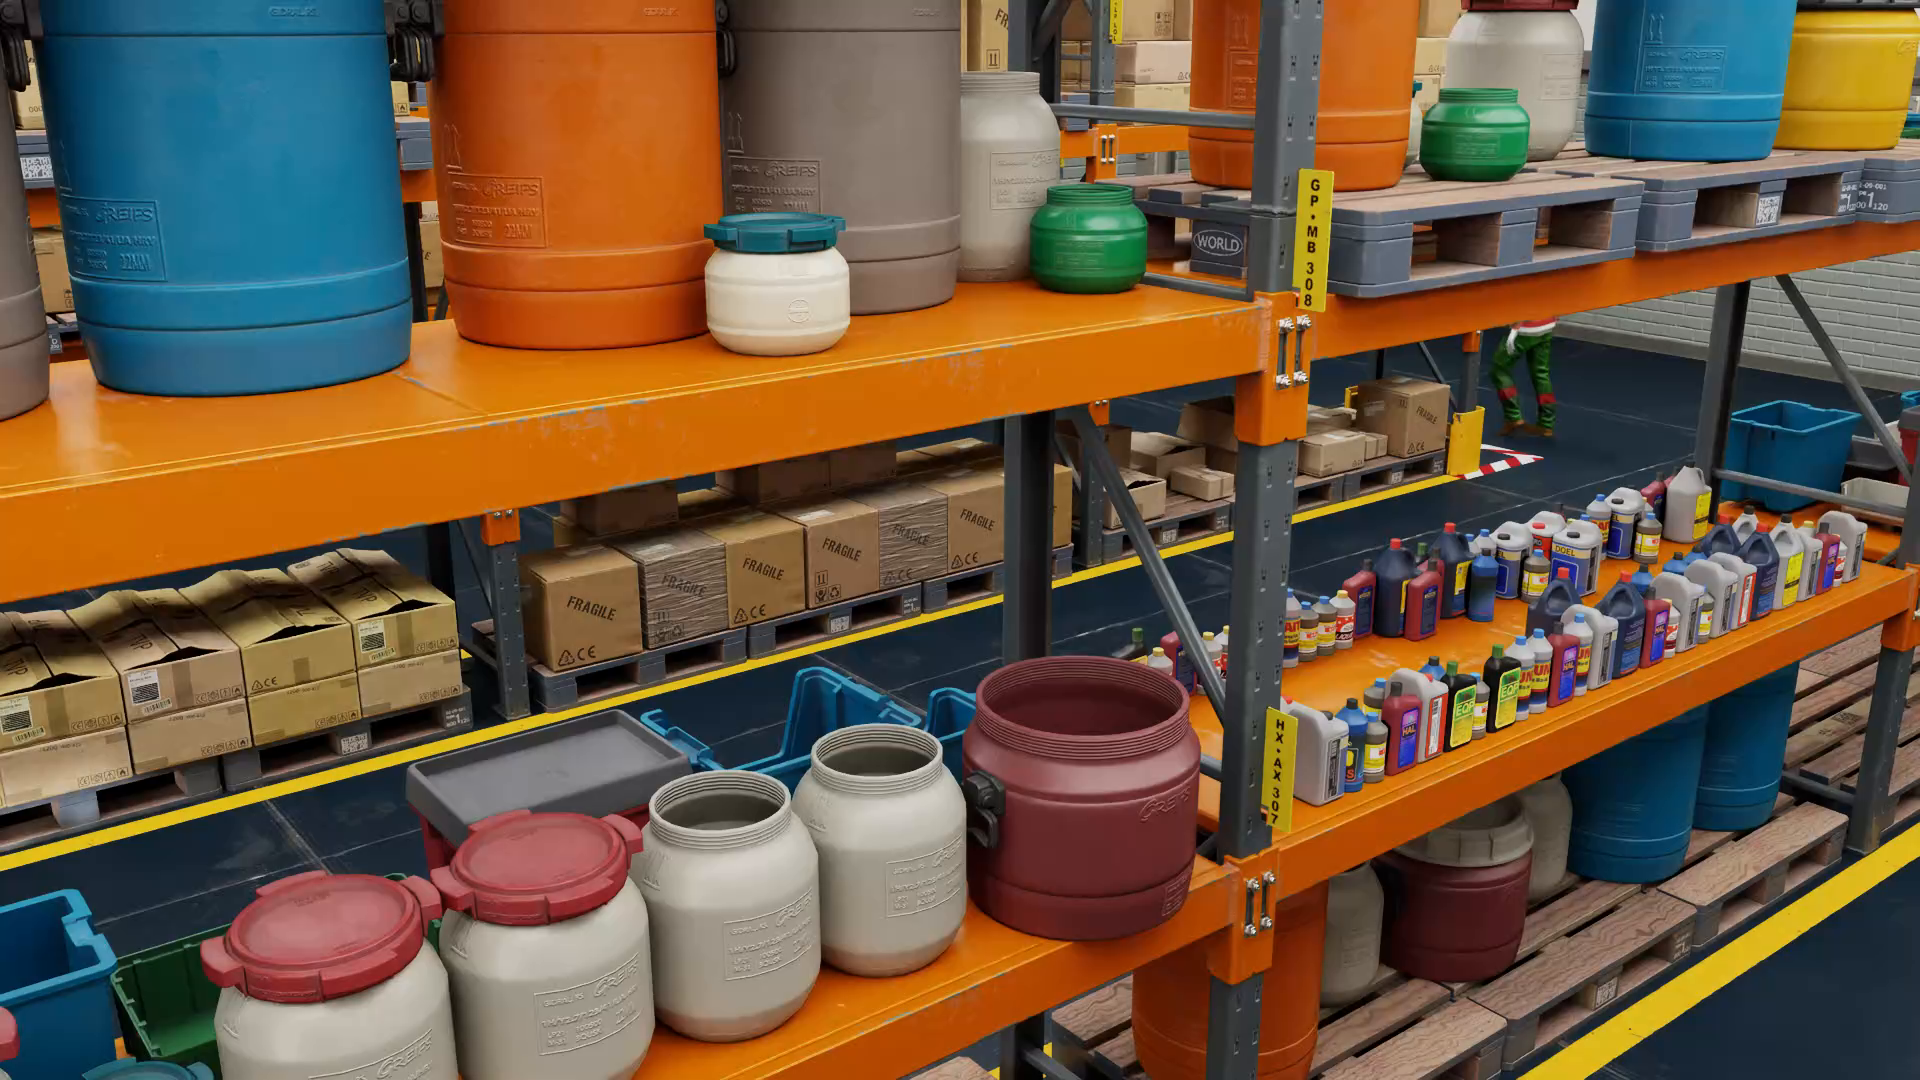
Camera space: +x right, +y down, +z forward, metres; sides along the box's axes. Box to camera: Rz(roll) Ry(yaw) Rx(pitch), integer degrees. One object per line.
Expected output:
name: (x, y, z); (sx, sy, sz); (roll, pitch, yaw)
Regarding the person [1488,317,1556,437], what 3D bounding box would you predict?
person: (4.776, -1.725, 13.969); (0.667, 1.830, 0.559); (-14, 22, -37)
